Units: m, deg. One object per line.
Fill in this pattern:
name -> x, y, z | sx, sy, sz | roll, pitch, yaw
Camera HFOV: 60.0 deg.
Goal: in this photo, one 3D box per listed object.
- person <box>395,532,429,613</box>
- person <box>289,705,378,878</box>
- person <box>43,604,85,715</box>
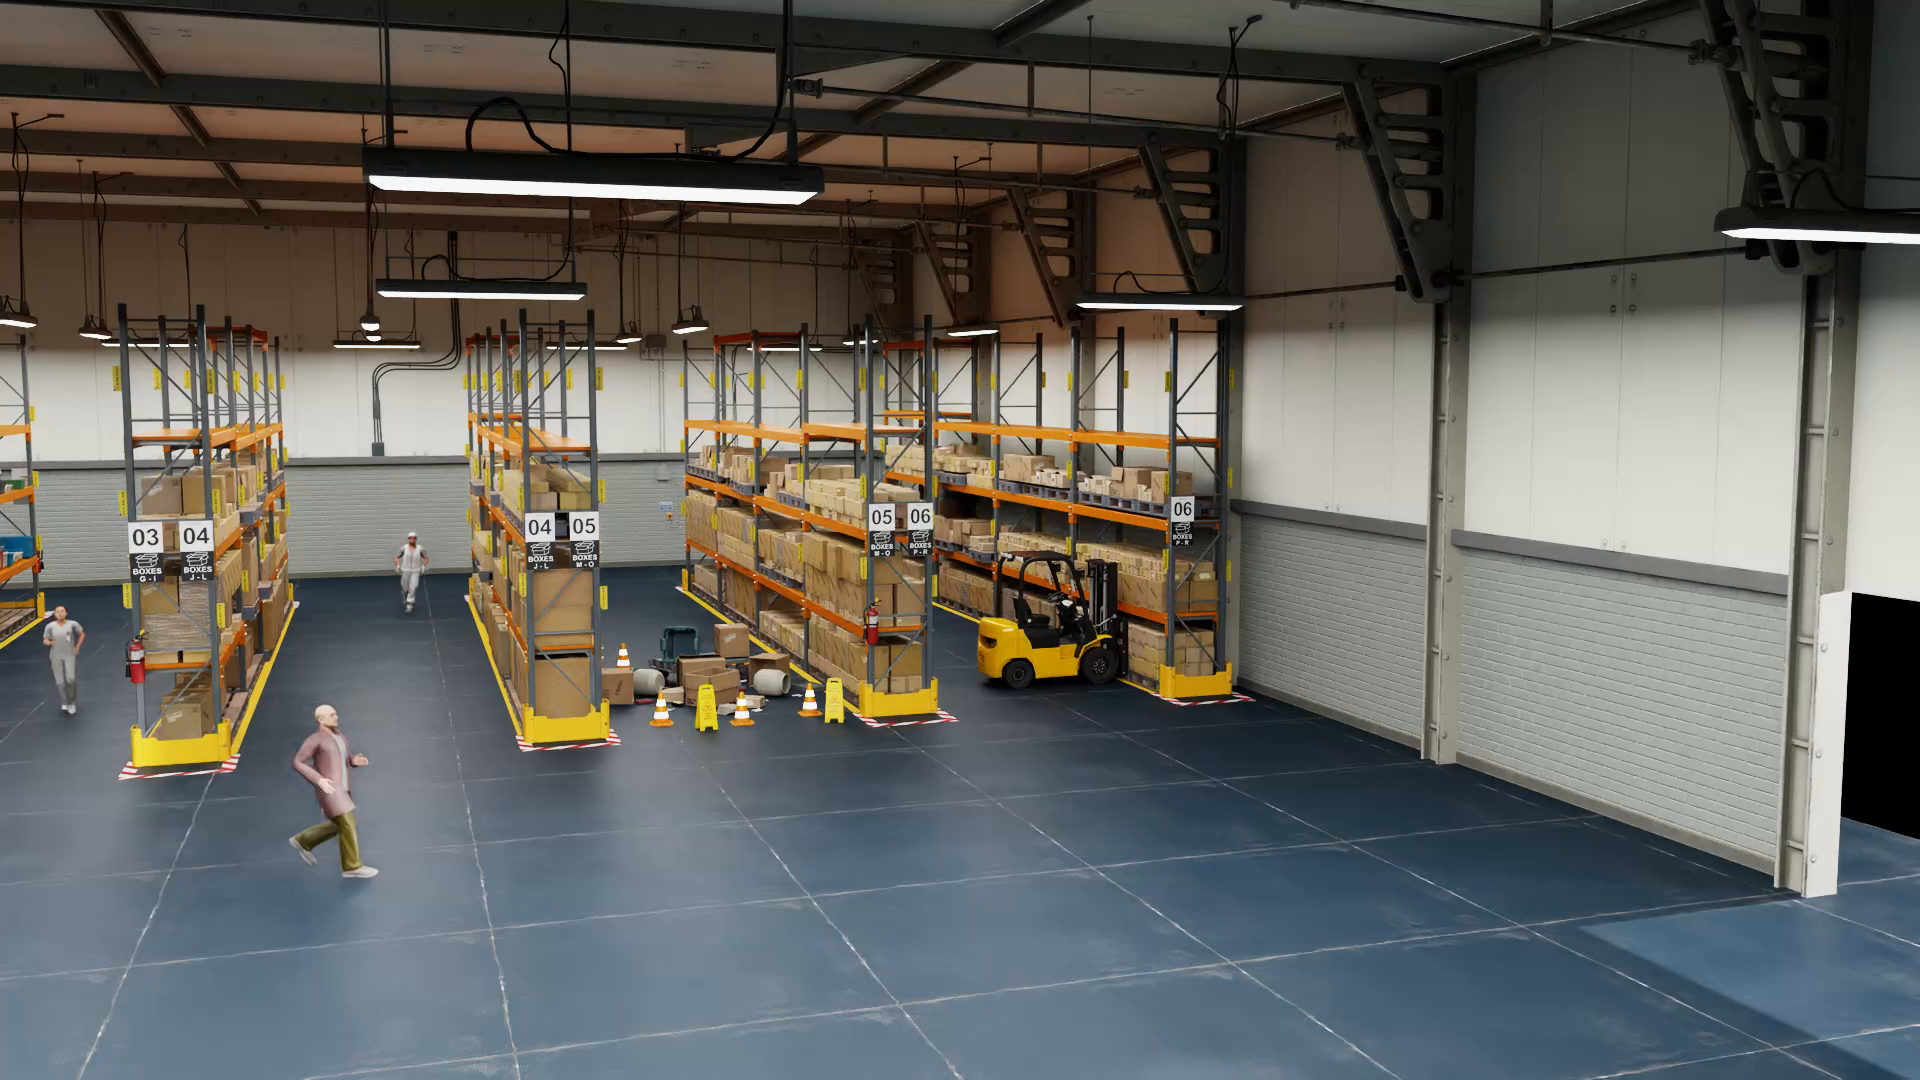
person -> -11.944, 0.707, 36.251 | 0.705, 1.757, 0.816 | -2, 6, -17
person -> -6.363, 2.533, 16.788 | 0.980, 1.752, 0.719 | 1, 5, 6
person -> -13.505, 1.802, 25.067 | 0.546, 1.678, 0.641 | -2, 6, -23
